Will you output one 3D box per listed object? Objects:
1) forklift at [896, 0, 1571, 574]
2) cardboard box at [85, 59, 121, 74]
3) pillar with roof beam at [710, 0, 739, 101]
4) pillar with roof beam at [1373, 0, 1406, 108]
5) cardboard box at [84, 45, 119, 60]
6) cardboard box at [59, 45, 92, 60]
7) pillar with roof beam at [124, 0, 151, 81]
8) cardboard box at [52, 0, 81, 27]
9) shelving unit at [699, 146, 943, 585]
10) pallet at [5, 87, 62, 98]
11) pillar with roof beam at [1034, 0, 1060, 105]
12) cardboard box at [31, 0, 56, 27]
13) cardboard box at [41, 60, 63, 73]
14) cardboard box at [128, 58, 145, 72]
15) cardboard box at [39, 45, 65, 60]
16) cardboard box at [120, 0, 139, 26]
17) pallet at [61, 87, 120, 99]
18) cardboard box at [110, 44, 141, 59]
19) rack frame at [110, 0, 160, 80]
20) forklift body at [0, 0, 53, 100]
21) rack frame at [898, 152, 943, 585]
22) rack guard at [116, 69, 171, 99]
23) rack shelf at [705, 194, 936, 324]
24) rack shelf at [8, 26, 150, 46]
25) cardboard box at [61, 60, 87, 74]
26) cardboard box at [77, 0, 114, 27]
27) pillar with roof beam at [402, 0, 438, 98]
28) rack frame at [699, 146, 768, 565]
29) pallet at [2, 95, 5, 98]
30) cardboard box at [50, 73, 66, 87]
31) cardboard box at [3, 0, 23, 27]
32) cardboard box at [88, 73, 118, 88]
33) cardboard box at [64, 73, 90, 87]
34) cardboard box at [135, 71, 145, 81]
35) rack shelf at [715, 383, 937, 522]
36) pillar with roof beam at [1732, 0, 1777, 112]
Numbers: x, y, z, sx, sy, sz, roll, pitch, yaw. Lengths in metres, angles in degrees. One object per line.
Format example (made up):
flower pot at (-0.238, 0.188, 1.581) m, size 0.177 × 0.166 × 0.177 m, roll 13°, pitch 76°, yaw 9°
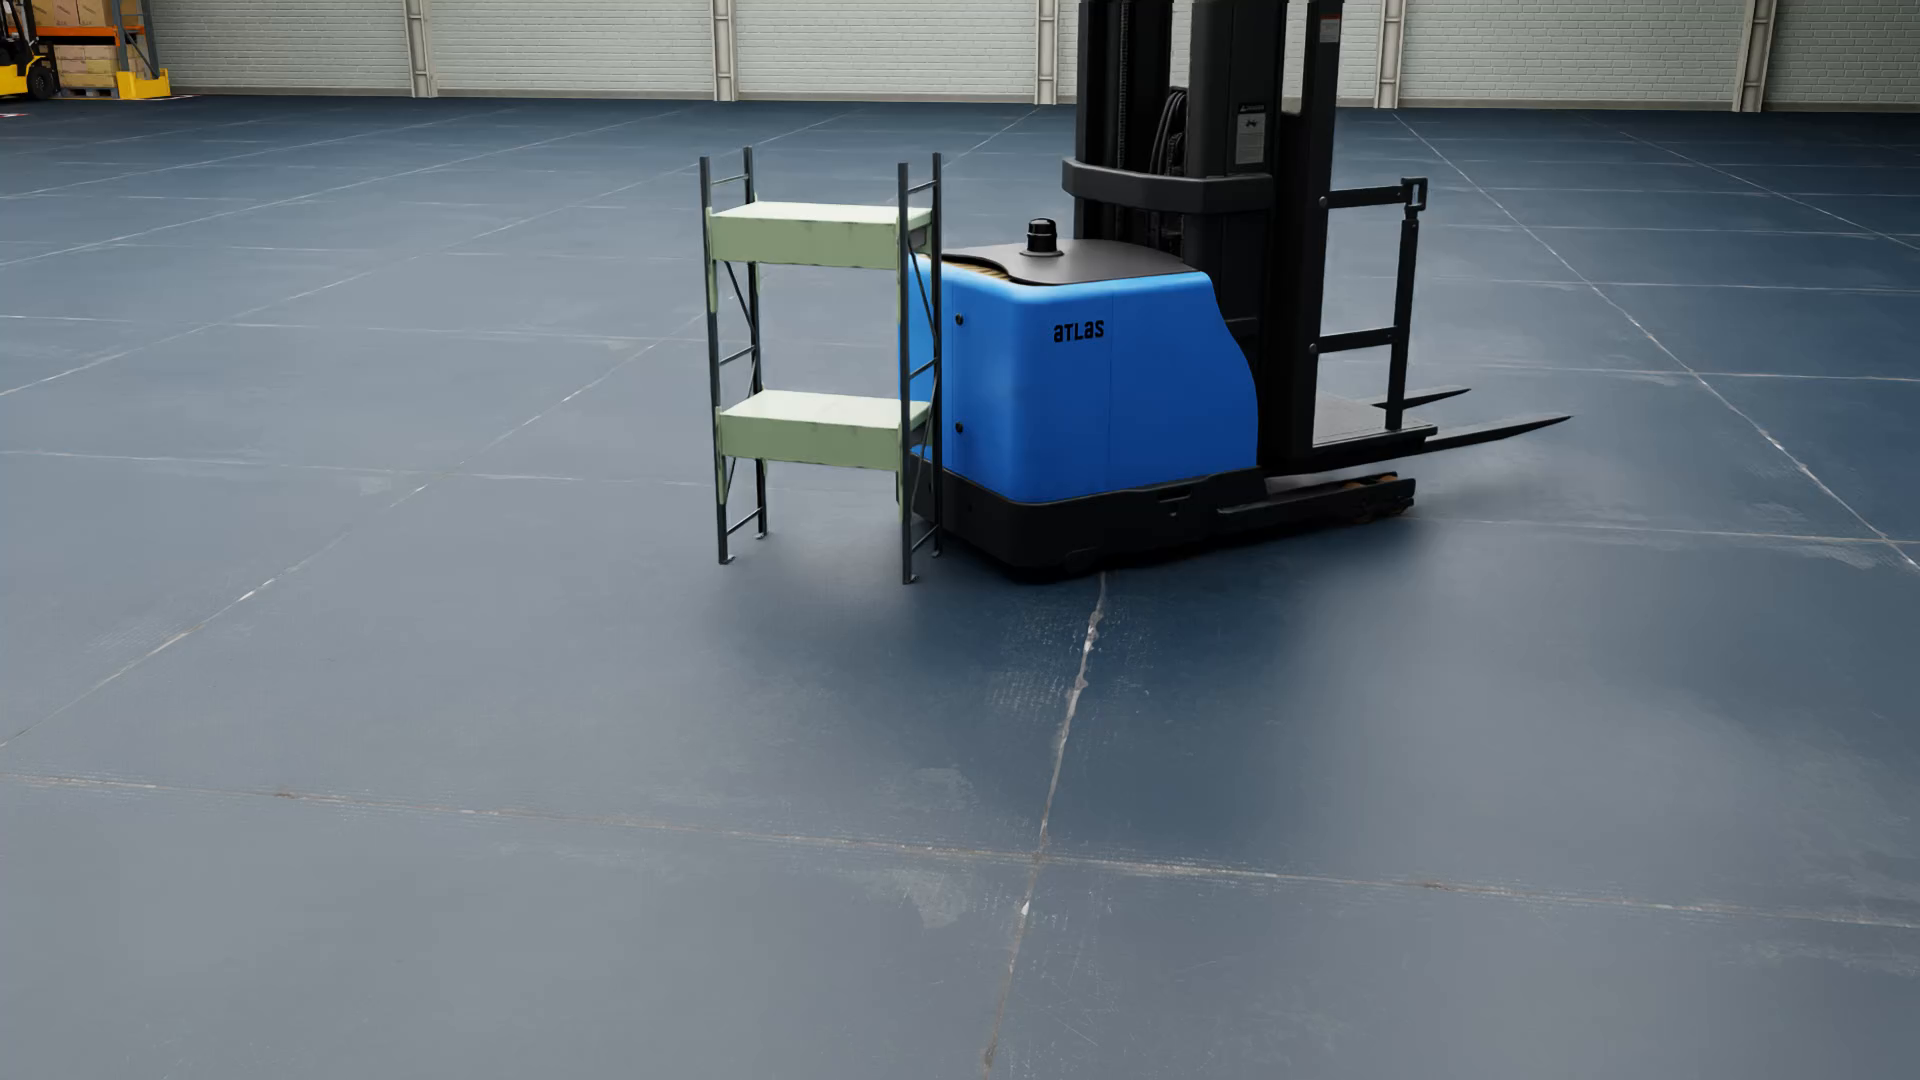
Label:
forklift at (1.276, -1.590, 6.655) m, size 3.031 × 2.935 × 1.130 m, roll -10°, pitch 21°, yaw -28°
cardboard box at (-16.194, -8.987, 31.537) m, size 0.500 × 0.250 × 0.500 m, roll 3°, pitch 19°, yaw 8°
pillar with roof beam at (-5.043, -11.138, 25.627) m, size 0.400 × 9.000 × 9.100 m, roll 3°, pitch 19°, yaw 9°
pillar with roof beam at (6.805, -10.534, 23.822) m, size 0.400 × 9.000 × 9.100 m, roll 3°, pitch 19°, yaw 9°
cardboard box at (-16.168, -9.223, 31.454) m, size 0.500 × 0.250 × 0.500 m, roll 4°, pitch 19°, yaw 10°
cardboard box at (-16.673, -9.247, 31.526) m, size 0.500 × 0.250 × 0.500 m, roll 3°, pitch 19°, yaw 10°
pillar with roof beam at (-16.891, -11.742, 27.432) m, size 0.400 × 9.000 × 9.100 m, roll 3°, pitch 19°, yaw 9°
cardboard box at (-16.702, -9.947, 31.365) m, size 0.500 × 0.500 × 0.500 m, roll 4°, pitch 19°, yaw 10°
shelving unit at (-0.486, -0.645, 6.084) m, size 0.755 × 1.500 × 0.431 m, roll 6°, pitch 19°, yaw 17°
pallet at (-17.626, -8.693, 32.170) m, size 1.213 × 0.211 × 1.003 m, roll 3°, pitch 19°, yaw 9°
pillar with roof beam at (0.881, -10.836, 24.725) m, size 0.400 × 9.000 × 9.100 m, roll 3°, pitch 19°, yaw 9°
cardboard box at (-17.208, -9.973, 31.442) m, size 0.500 × 0.500 × 0.500 m, roll 3°, pitch 19°, yaw 8°
cardboard box at (-17.200, -9.035, 31.681) m, size 0.500 × 0.250 × 0.500 m, roll 2°, pitch 19°, yaw 7°
cardboard box at (-16.095, -9.149, 32.022) m, size 0.500 × 0.250 × 0.500 m, roll 3°, pitch 19°, yaw 10°
cardboard box at (-17.173, -9.269, 31.592) m, size 0.500 × 0.250 × 0.500 m, roll 3°, pitch 19°, yaw 9°
cardboard box at (-16.109, -10.088, 31.785) m, size 0.500 × 0.500 × 0.500 m, roll 4°, pitch 19°, yaw 10°
pallet at (-16.425, -8.631, 31.984) m, size 1.213 × 0.211 × 1.003 m, roll 3°, pitch 19°, yaw 9°
cardboard box at (-16.108, -9.381, 31.927) m, size 0.500 × 0.250 × 0.500 m, roll 3°, pitch 19°, yaw 8°
rack frame at (-15.664, -9.928, 31.466) m, size 0.127 × 3.000 × 1.000 m, roll 3°, pitch 19°, yaw 9°
forklift body at (-17.825, -9.050, 30.178) m, size 1.214 × 2.155 × 2.313 m, roll 3°, pitch 19°, yaw 9°
rack frame at (-0.137, -0.610, 5.979) m, size 0.023 × 1.500 × 0.400 m, roll 6°, pitch 19°, yaw 17°
rack guard at (-15.640, -8.742, 31.859) m, size 0.348 × 0.500 × 1.175 m, roll 3°, pitch 19°, yaw 9°
rack shelf at (-0.486, -1.015, 5.960) m, size 0.720 × 0.370 × 0.431 m, roll 6°, pitch 19°, yaw 17°
rack shelf at (-17.638, -9.688, 31.881) m, size 4.000 × 0.370 × 1.077 m, roll 3°, pitch 19°, yaw 9°
cardboard box at (-16.687, -9.016, 31.623) m, size 0.500 × 0.250 × 0.500 m, roll 3°, pitch 19°, yaw 8°
cardboard box at (-16.191, -9.918, 31.278) m, size 0.500 × 0.500 × 0.500 m, roll 3°, pitch 19°, yaw 7°
pillar with roof beam at (-10.967, -11.440, 26.530) m, size 0.400 × 9.000 × 9.100 m, roll 3°, pitch 19°, yaw 9°
rack frame at (-0.835, -0.680, 6.189) m, size 0.023 × 1.500 × 0.400 m, roll 6°, pitch 19°, yaw 17°
pallet at (-18.834, -8.754, 32.351) m, size 1.213 × 0.211 × 1.003 m, roll 3°, pitch 19°, yaw 9°
cardboard box at (-17.160, -8.804, 31.778) m, size 0.500 × 0.250 × 0.500 m, roll 3°, pitch 19°, yaw 9°
cardboard box at (-17.706, -9.995, 31.507) m, size 0.500 × 0.500 × 0.500 m, roll 3°, pitch 19°, yaw 9°
cardboard box at (-16.178, -8.748, 31.611) m, size 0.500 × 0.250 × 0.500 m, roll 3°, pitch 19°, yaw 9°
cardboard box at (-16.667, -8.776, 31.694) m, size 0.500 × 0.250 × 0.500 m, roll 3°, pitch 19°, yaw 9°
cardboard box at (-16.117, -8.909, 32.093) m, size 0.500 × 0.250 × 0.500 m, roll 3°, pitch 19°, yaw 9°
rack shelf at (-0.486, -0.335, 6.188) m, size 0.720 × 0.370 × 0.431 m, roll 6°, pitch 19°, yaw 17°
pillar with roof beam at (12.729, -10.232, 22.920) m, size 0.400 × 9.000 × 9.100 m, roll 3°, pitch 19°, yaw 9°
